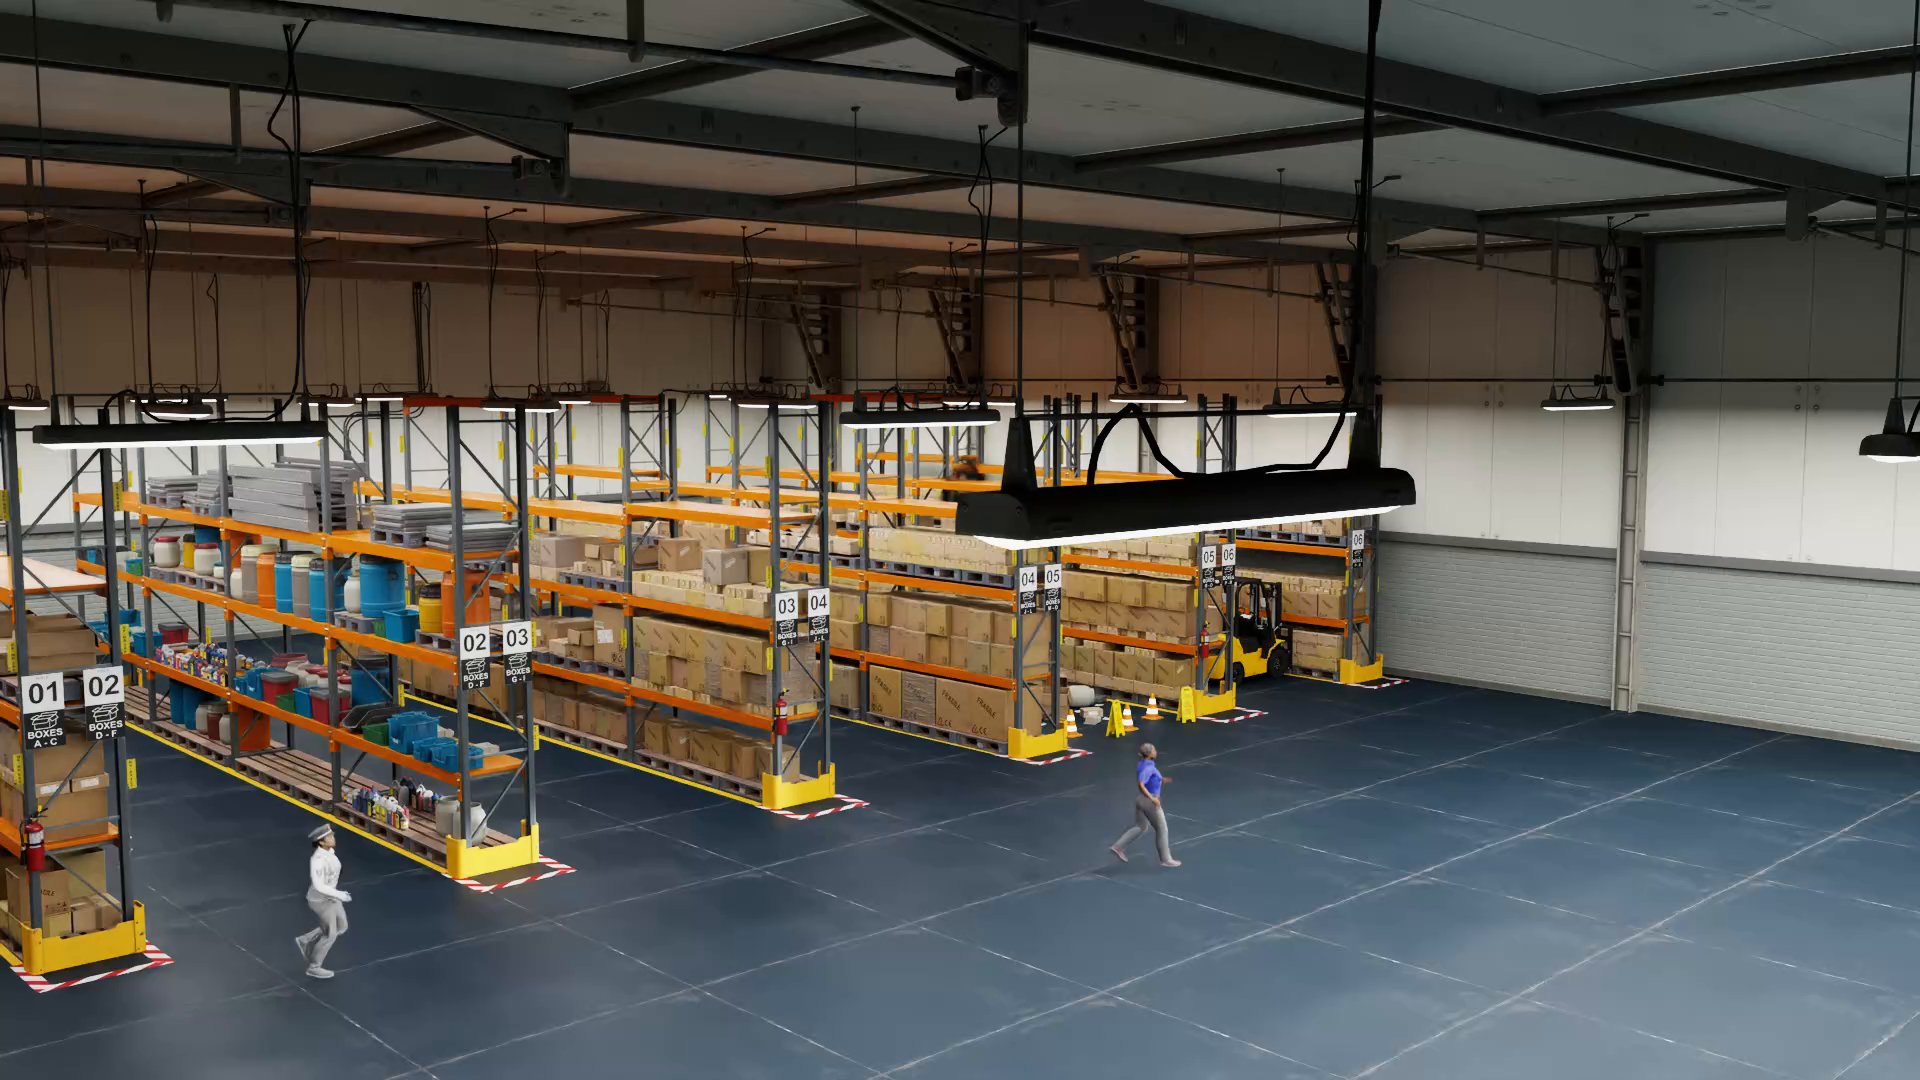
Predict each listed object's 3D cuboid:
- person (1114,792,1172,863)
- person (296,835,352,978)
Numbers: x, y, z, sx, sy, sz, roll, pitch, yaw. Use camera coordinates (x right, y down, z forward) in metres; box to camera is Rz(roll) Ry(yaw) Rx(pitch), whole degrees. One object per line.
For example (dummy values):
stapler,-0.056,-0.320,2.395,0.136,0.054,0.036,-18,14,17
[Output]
person,2.370,3.708,21.487,0.746,0.927,0.375,-1,6,-15
person,-6.758,3.835,17.663,0.614,1.613,0.637,-1,6,-9
